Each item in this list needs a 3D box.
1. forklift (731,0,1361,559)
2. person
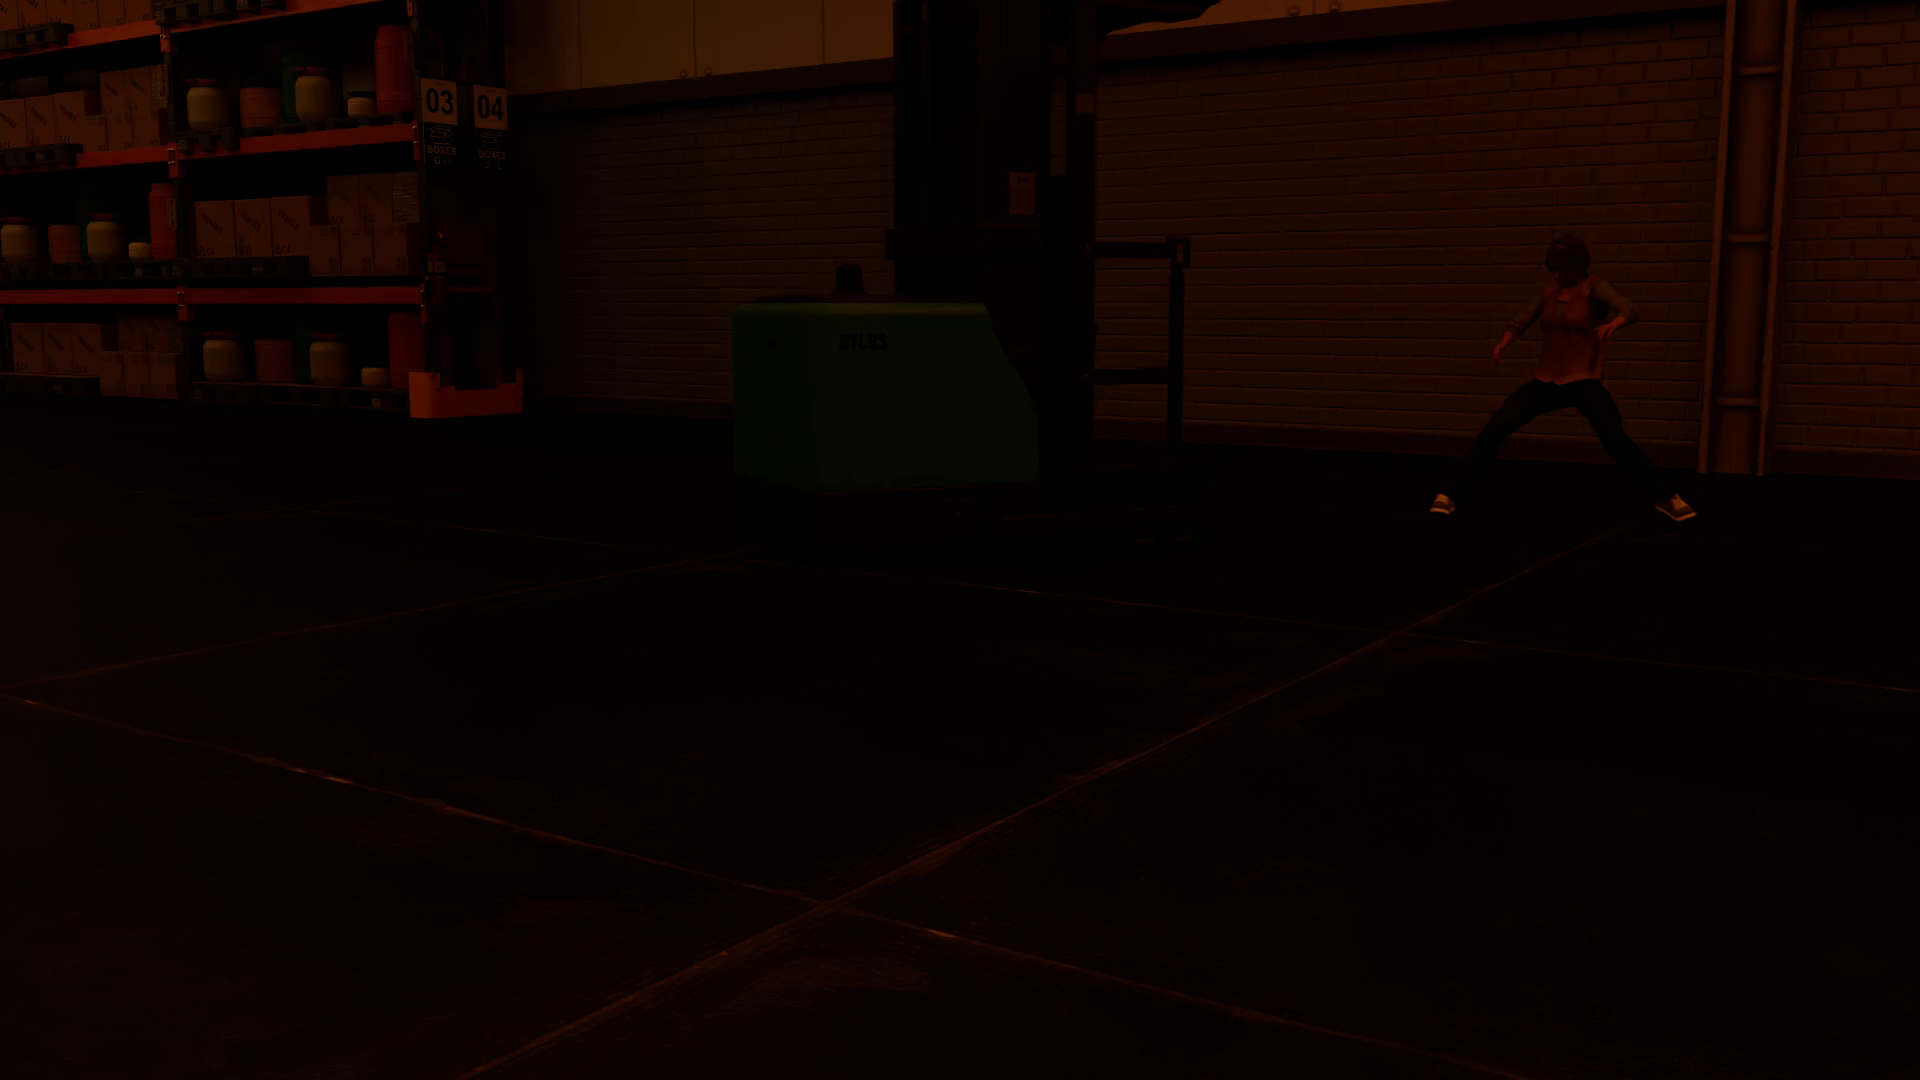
[{"bbox_3d":[0.505,-1.494,7.700,3.031,2.935,1.130,-4,9,-28],"label":"forklift"},{"bbox_3d":[2.979,-0.786,8.196,0.753,1.391,1.158,-6,10,-37],"label":"person"}]
